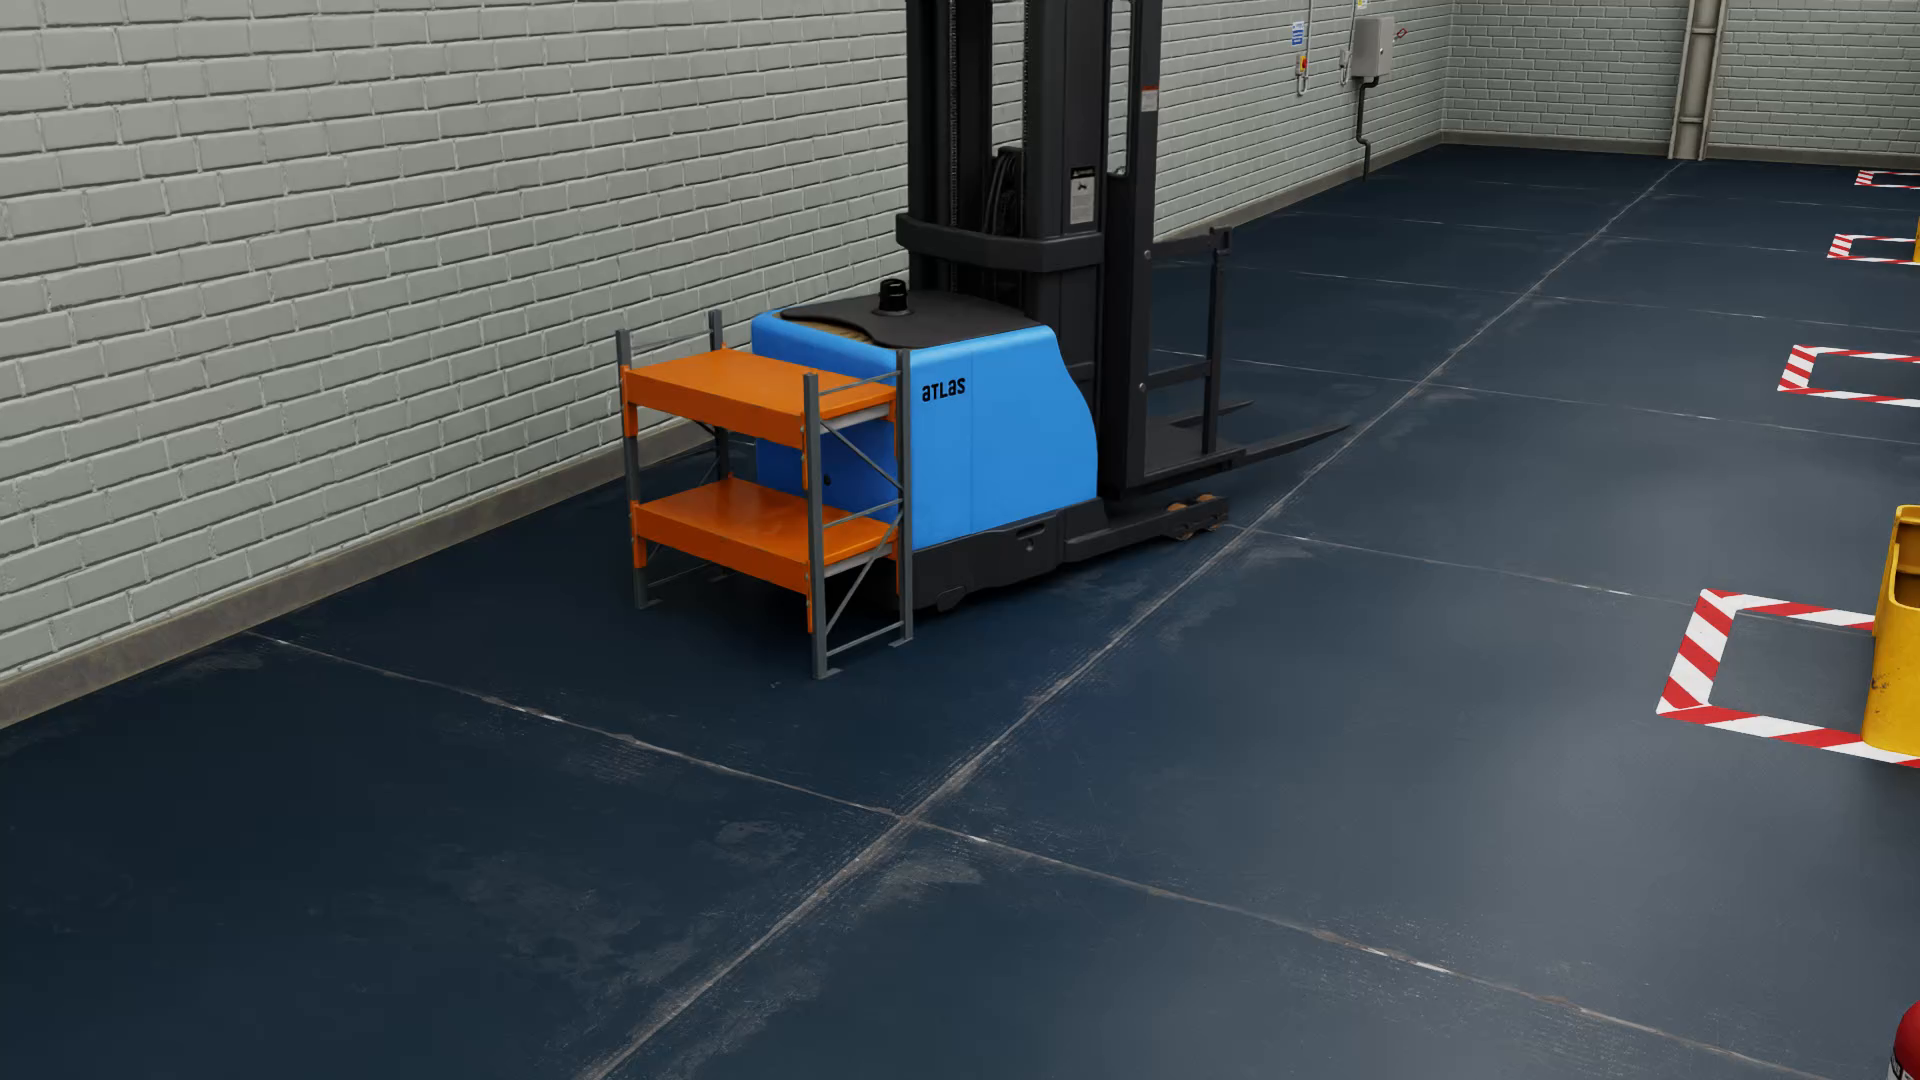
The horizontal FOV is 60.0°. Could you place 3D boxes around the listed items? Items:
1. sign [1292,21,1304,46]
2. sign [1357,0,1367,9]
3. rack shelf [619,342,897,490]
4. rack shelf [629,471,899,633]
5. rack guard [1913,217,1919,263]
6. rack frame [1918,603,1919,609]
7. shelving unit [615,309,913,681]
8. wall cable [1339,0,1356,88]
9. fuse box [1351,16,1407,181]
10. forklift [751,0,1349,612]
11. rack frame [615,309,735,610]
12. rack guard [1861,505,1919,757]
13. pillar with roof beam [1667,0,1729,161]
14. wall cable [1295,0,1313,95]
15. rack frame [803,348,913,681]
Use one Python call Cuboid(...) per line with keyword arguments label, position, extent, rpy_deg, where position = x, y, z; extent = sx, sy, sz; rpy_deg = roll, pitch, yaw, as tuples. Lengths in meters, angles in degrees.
Cuboid(label="sign", position=(3.253, -4.877, 16.015), extent=(0.001, 0.218, 0.327), rpy_deg=(11, 23, 27))
Cuboid(label="sign", position=(4.274, -5.761, 17.638), extent=(0.001, 0.242, 0.339), rpy_deg=(11, 23, 27))
Cuboid(label="rack shelf", position=(-0.736, -0.480, 6.180), extent=(1.000, 0.278, 0.538), rpy_deg=(17, 26, 38))
Cuboid(label="rack shelf", position=(-0.736, 0.025, 6.363), extent=(1.000, 0.278, 0.538), rpy_deg=(17, 26, 38))
Cuboid(label="rack guard", position=(8.243, -2.652, 13.944), extent=(0.348, 0.500, 1.175), rpy_deg=(11, 23, 27))
Cuboid(label="rack frame", position=(3.431, -0.873, 5.373), extent=(0.127, 3.000, 1.000), rpy_deg=(11, 23, 27))
Cuboid(label="shelving unit", position=(-0.736, -0.205, 6.280), extent=(1.048, 1.125, 0.538), rpy_deg=(17, 26, 38))
Cuboid(label="wall cable", position=(4.011, -5.656, 17.069), extent=(0.122, 1.984, 0.588), rpy_deg=(11, 23, 27))
Cuboid(label="fuse box", position=(4.482, -4.750, 17.949), extent=(0.414, 1.711, 0.539), rpy_deg=(11, 23, 27))
Cuboid(label="forklift", position=(0.581, -1.494, 7.186), extent=(3.031, 2.935, 1.130), rpy_deg=(-16, 26, -38))
Cuboid(label="rack frame", position=(-1.118, -0.319, 6.595), extent=(0.032, 1.125, 0.500), rpy_deg=(17, 26, 38))
Cuboid(label="rack guard", position=(3.410, 0.298, 5.811), extent=(0.348, 0.500, 1.175), rpy_deg=(11, 23, 27))
Cuboid(label="pillar with roof beam", position=(6.668, -7.557, 15.002), extent=(0.400, 9.000, 9.100), rpy_deg=(11, 23, 27))
Cuboid(label="wall cable", position=(3.330, -5.246, 15.894), extent=(0.123, 1.953, 0.585), rpy_deg=(11, 23, 27))
Cuboid(label="rack frame", position=(-0.354, -0.090, 5.965), extent=(0.032, 1.125, 0.500), rpy_deg=(17, 26, 38))
